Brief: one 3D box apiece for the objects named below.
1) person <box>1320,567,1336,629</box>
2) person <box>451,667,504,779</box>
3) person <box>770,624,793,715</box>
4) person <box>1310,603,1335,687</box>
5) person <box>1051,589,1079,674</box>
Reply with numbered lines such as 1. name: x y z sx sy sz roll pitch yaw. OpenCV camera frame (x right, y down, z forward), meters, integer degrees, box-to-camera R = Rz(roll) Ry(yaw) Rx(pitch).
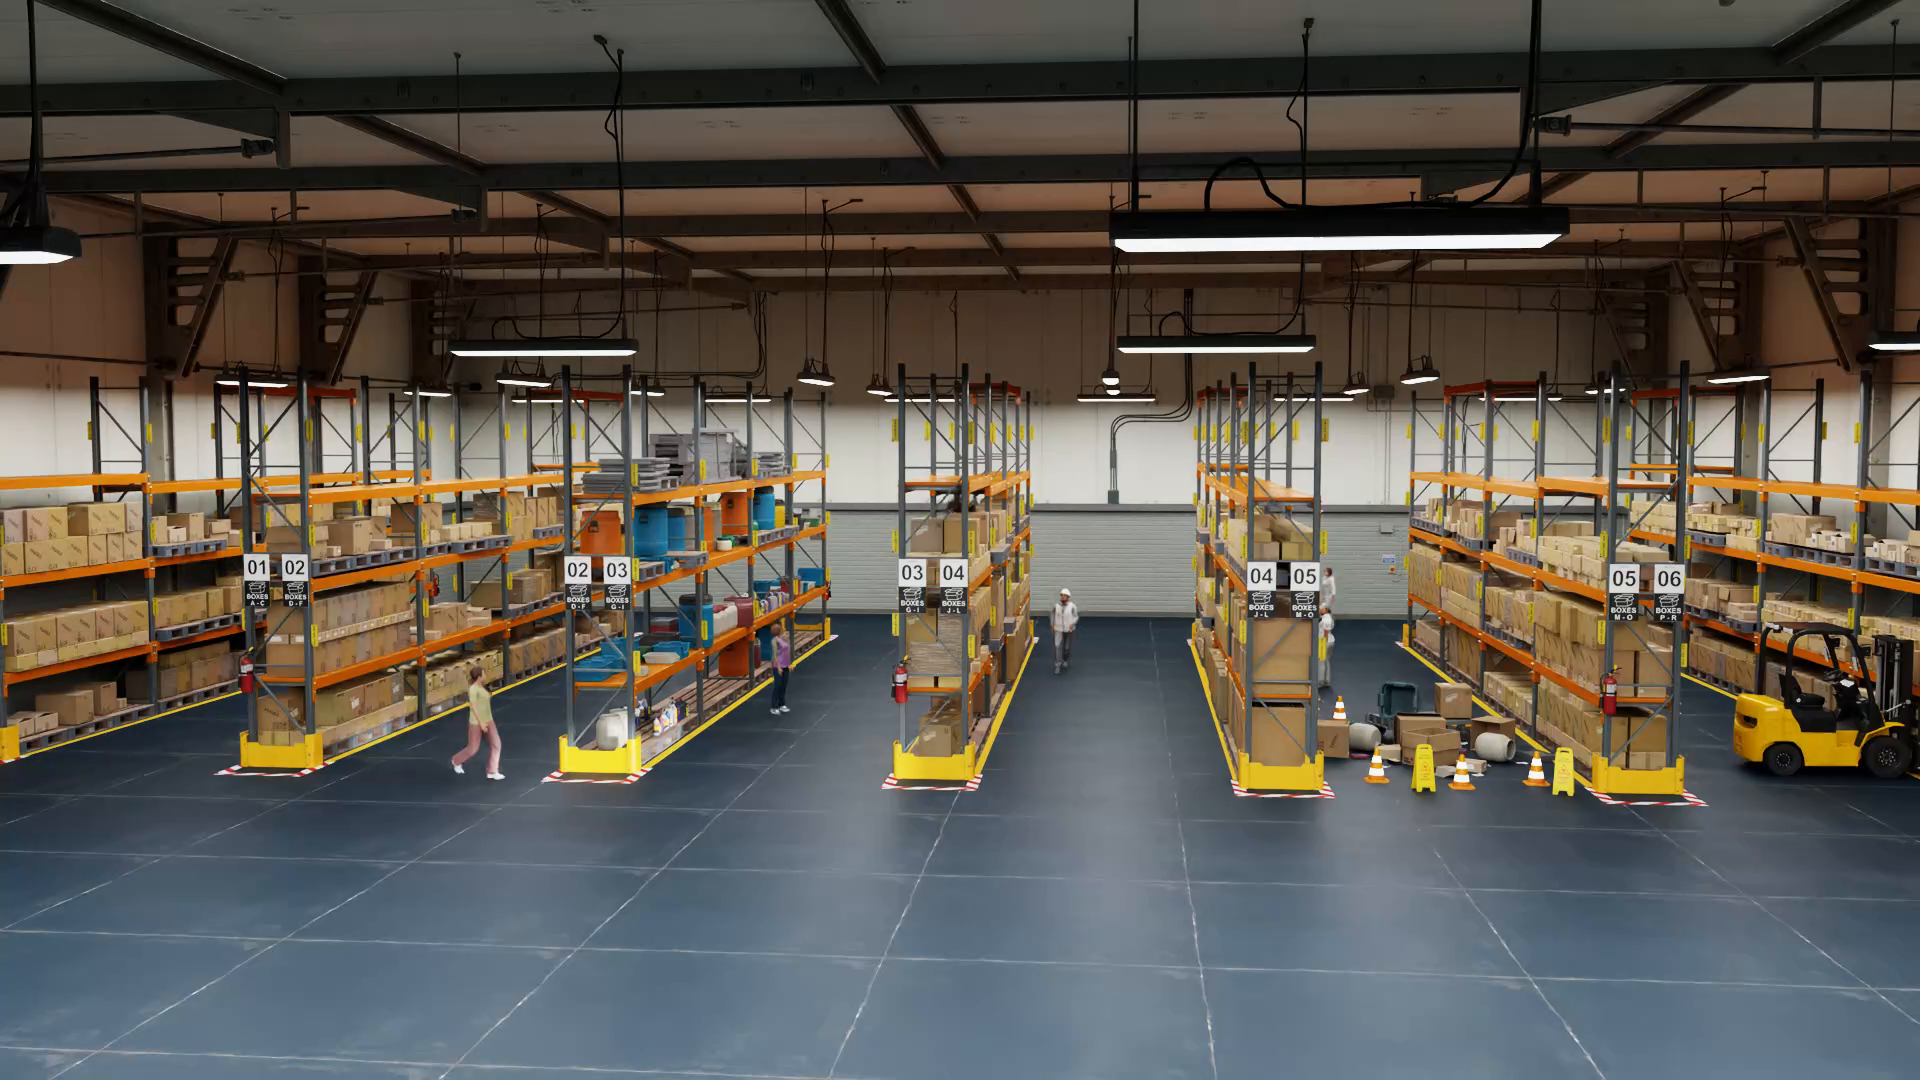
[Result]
1. person: 9.302 1.489 42.164 0.428 1.596 0.399 -1 4 -11
2. person: -6.988 2.635 24.064 0.877 1.613 0.417 2 4 32
3. person: -3.205 2.312 29.801 0.350 1.630 0.522 2 4 33
4. person: 7.184 2.073 32.902 0.423 1.673 0.543 2 4 27
5. person: 2.195 1.900 34.989 0.606 1.753 0.992 0 4 7
